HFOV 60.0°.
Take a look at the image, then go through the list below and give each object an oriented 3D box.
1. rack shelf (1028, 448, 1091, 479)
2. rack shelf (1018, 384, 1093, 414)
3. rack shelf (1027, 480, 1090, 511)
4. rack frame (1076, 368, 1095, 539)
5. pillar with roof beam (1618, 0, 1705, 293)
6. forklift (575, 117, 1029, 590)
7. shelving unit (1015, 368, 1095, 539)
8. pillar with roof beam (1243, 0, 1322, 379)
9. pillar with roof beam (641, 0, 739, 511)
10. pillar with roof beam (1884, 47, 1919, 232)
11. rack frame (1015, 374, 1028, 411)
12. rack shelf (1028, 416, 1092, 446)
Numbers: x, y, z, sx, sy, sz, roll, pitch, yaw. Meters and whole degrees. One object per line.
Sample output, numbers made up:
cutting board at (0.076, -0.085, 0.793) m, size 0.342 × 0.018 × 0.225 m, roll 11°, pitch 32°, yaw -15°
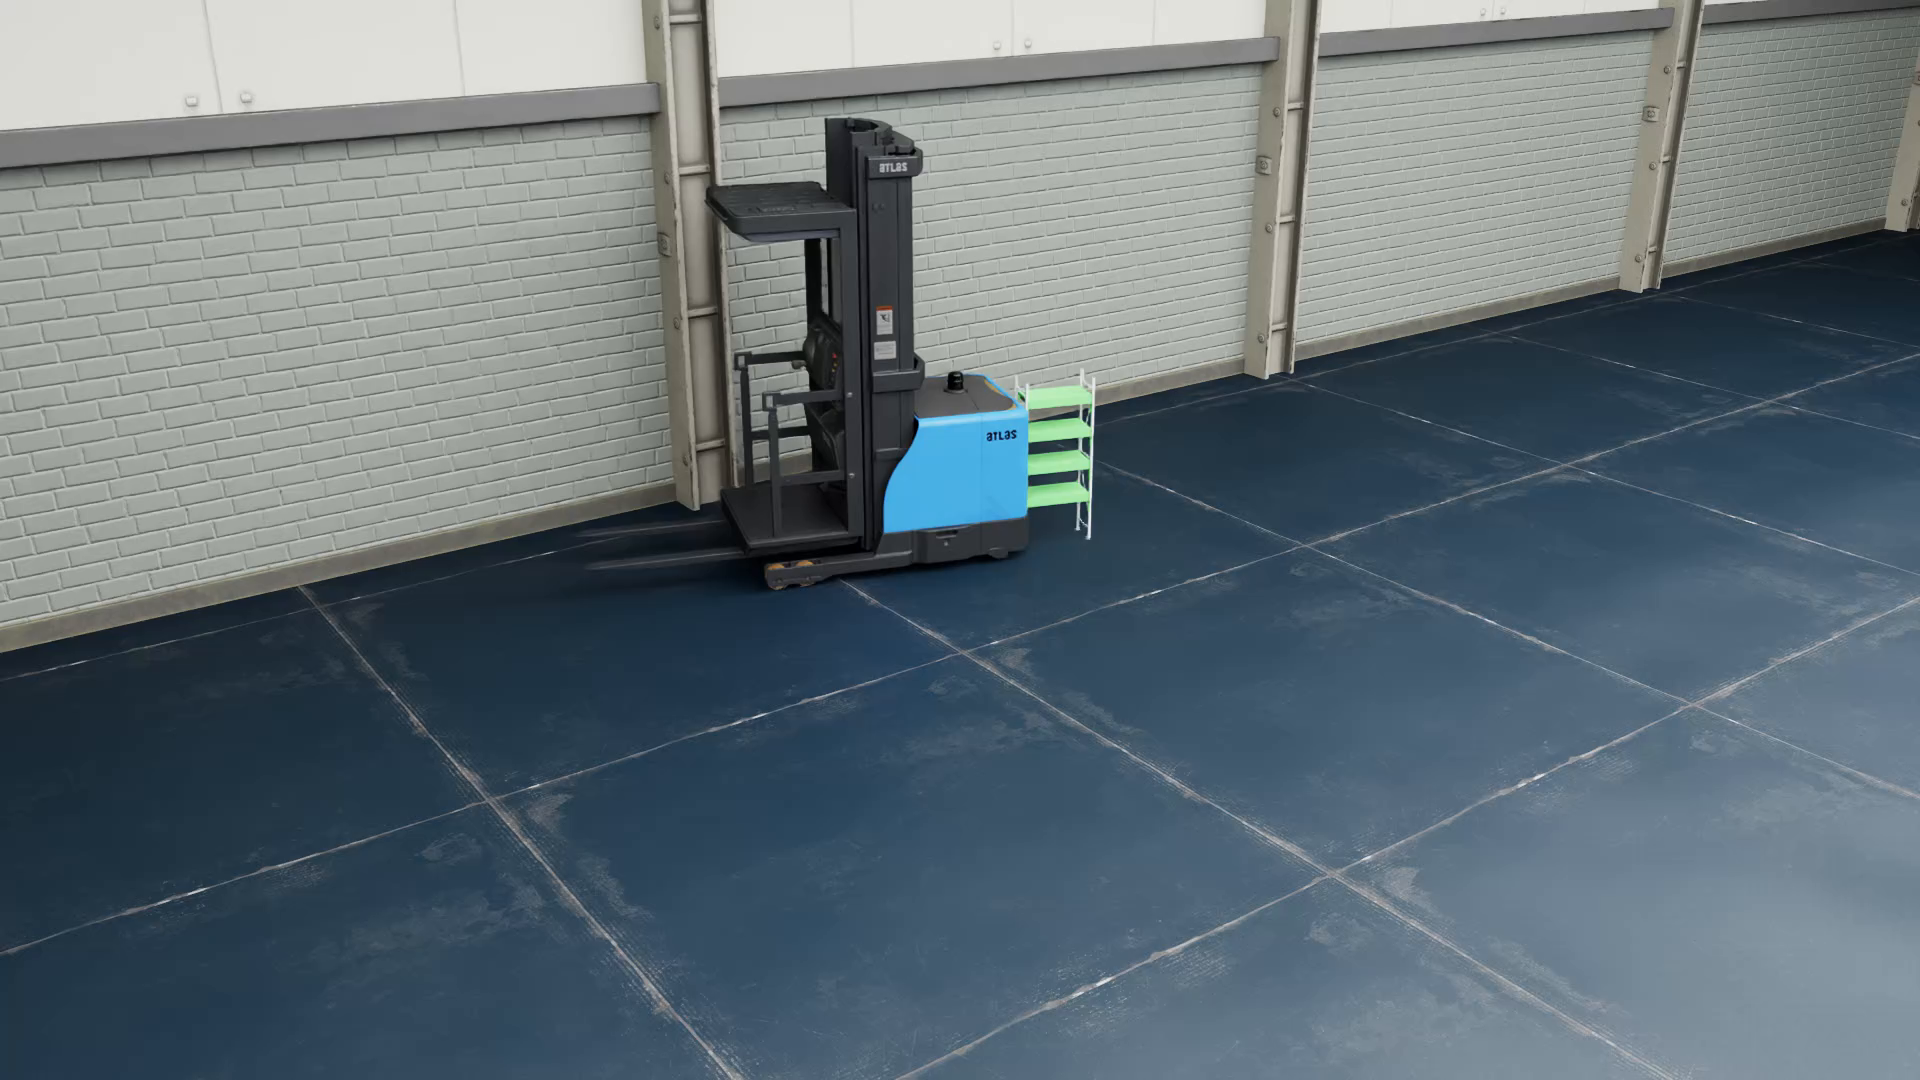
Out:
rack shelf at (0.657, -0.519, 11.750) m, size 0.480 × 0.148 × 0.258 m, roll -7°, pitch 23°, yaw -16°
rack shelf at (0.657, -0.964, 11.572) m, size 0.480 × 0.148 × 0.258 m, roll -7°, pitch 23°, yaw -16°
rack shelf at (0.657, -0.296, 11.839) m, size 0.480 × 0.148 × 0.258 m, roll -7°, pitch 23°, yaw -16°
rack frame at (0.890, -0.605, 11.794) m, size 0.015 × 1.200 × 0.240 m, roll -7°, pitch 23°, yaw -16°
pillar with roof beam at (10.331, -5.789, 14.261) m, size 0.400 × 9.000 × 9.100 m, roll -15°, pitch 26°, yaw -33°
forklift at (-1.096, -1.250, 11.074) m, size 3.031 × 2.935 × 1.130 m, roll -7°, pitch 23°, yaw -16°
shelving unit at (0.657, -0.578, 11.726) m, size 0.503 × 1.200 × 0.258 m, roll -7°, pitch 23°, yaw -16°
pillar with roof beam at (5.461, -4.490, 11.007) m, size 0.400 × 9.000 × 9.100 m, roll -15°, pitch 26°, yaw -33°
pillar with roof beam at (0.590, -3.191, 7.752) m, size 0.400 × 9.000 × 9.100 m, roll -15°, pitch 26°, yaw -33°
pillar with roof beam at (15.202, -7.088, 17.516) m, size 0.400 × 9.000 × 9.100 m, roll -15°, pitch 26°, yaw -33°
rack frame at (0.424, -0.551, 11.658) m, size 0.015 × 1.200 × 0.240 m, roll -7°, pitch 23°, yaw -16°
rack shelf at (0.657, -0.742, 11.661) m, size 0.480 × 0.148 × 0.258 m, roll -7°, pitch 23°, yaw -16°
